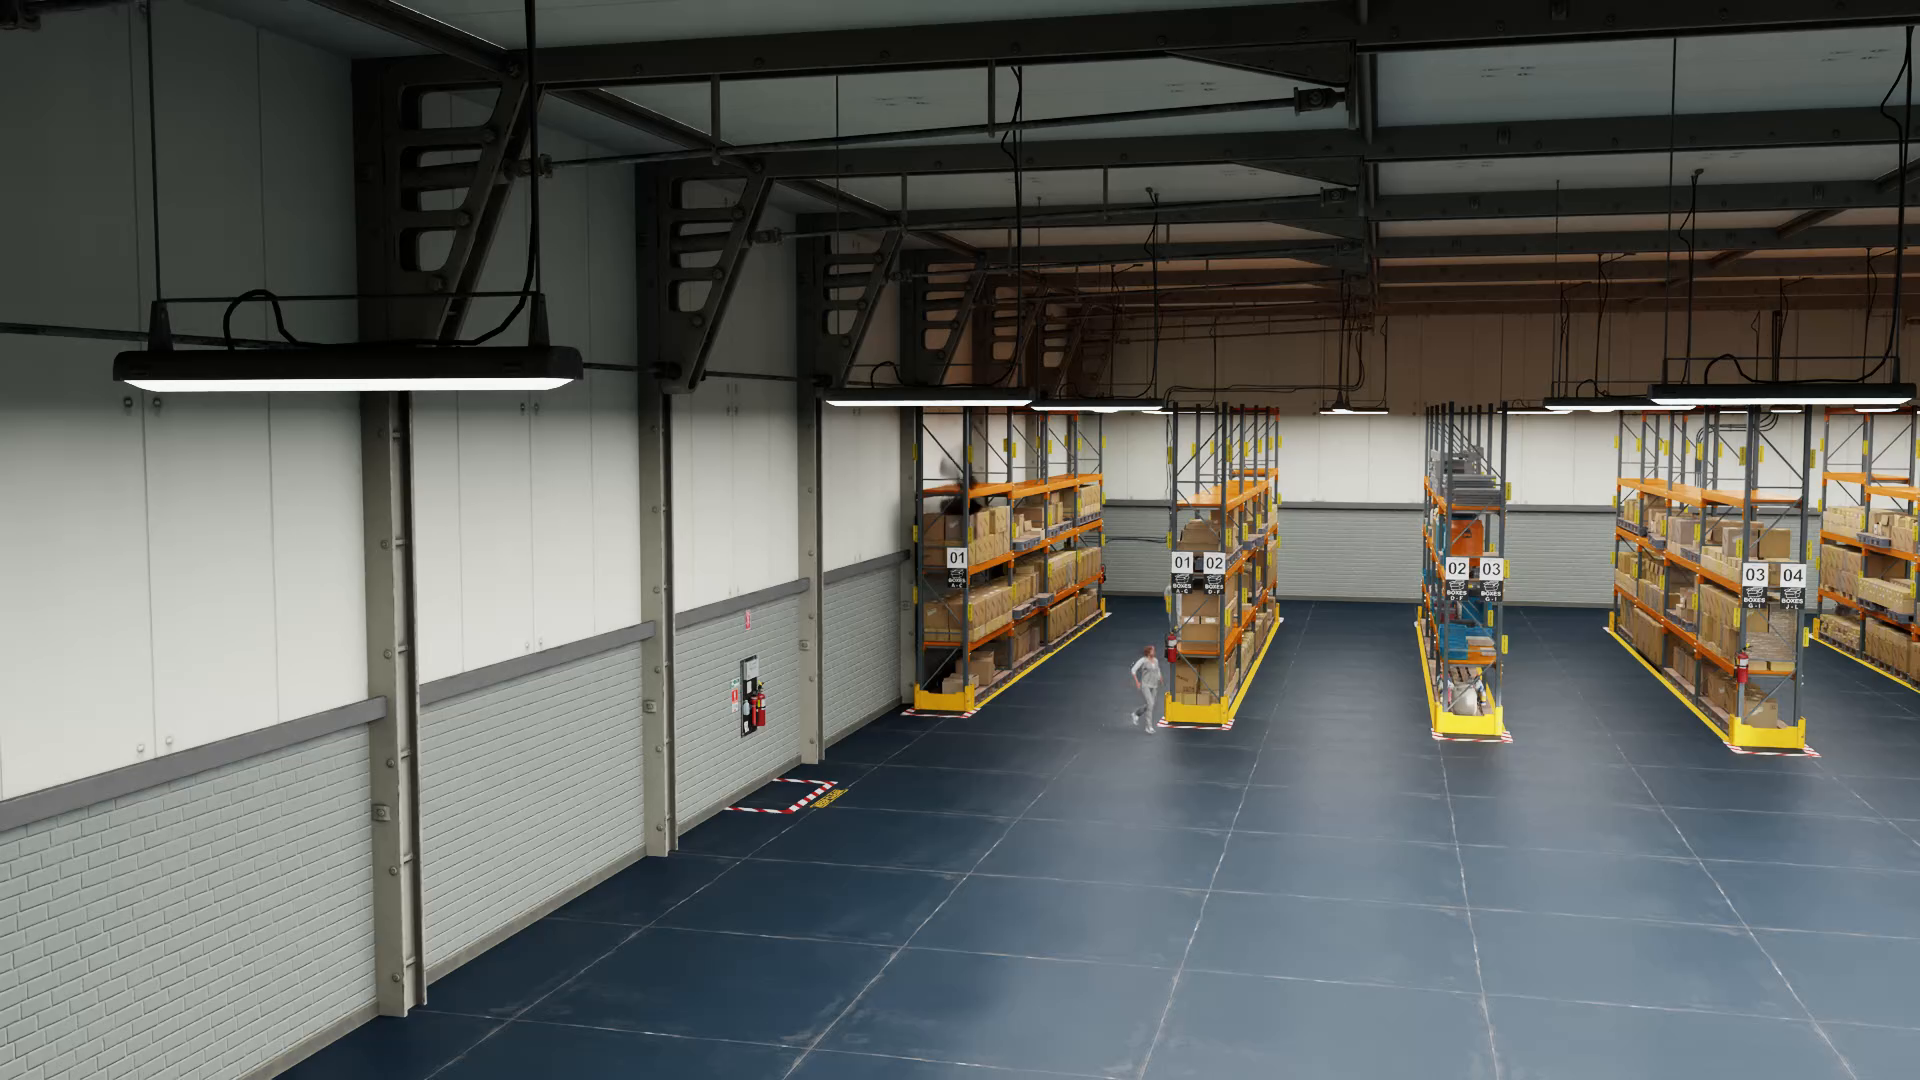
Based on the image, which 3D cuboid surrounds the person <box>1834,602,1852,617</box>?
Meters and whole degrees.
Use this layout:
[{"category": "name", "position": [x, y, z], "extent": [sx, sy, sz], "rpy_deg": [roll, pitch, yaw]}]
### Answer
[{"category": "person", "position": [23.465, 1.632, 44.053], "extent": [0.574, 1.673, 0.653], "rpy_deg": [0, 4, 1]}]

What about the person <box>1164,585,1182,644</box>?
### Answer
[{"category": "person", "position": [5.404, 1.745, 41.469], "extent": [0.652, 1.825, 0.904], "rpy_deg": [0, 4, 5]}]

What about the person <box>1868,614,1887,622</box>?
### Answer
[{"category": "person", "position": [24.017, 1.638, 43.510], "extent": [0.720, 1.723, 0.543], "rpy_deg": [-1, 4, -17]}]

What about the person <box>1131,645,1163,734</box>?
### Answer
[{"category": "person", "position": [3.443, 2.709, 30.394], "extent": [0.584, 1.577, 0.688], "rpy_deg": [-3, 5, -32]}]
